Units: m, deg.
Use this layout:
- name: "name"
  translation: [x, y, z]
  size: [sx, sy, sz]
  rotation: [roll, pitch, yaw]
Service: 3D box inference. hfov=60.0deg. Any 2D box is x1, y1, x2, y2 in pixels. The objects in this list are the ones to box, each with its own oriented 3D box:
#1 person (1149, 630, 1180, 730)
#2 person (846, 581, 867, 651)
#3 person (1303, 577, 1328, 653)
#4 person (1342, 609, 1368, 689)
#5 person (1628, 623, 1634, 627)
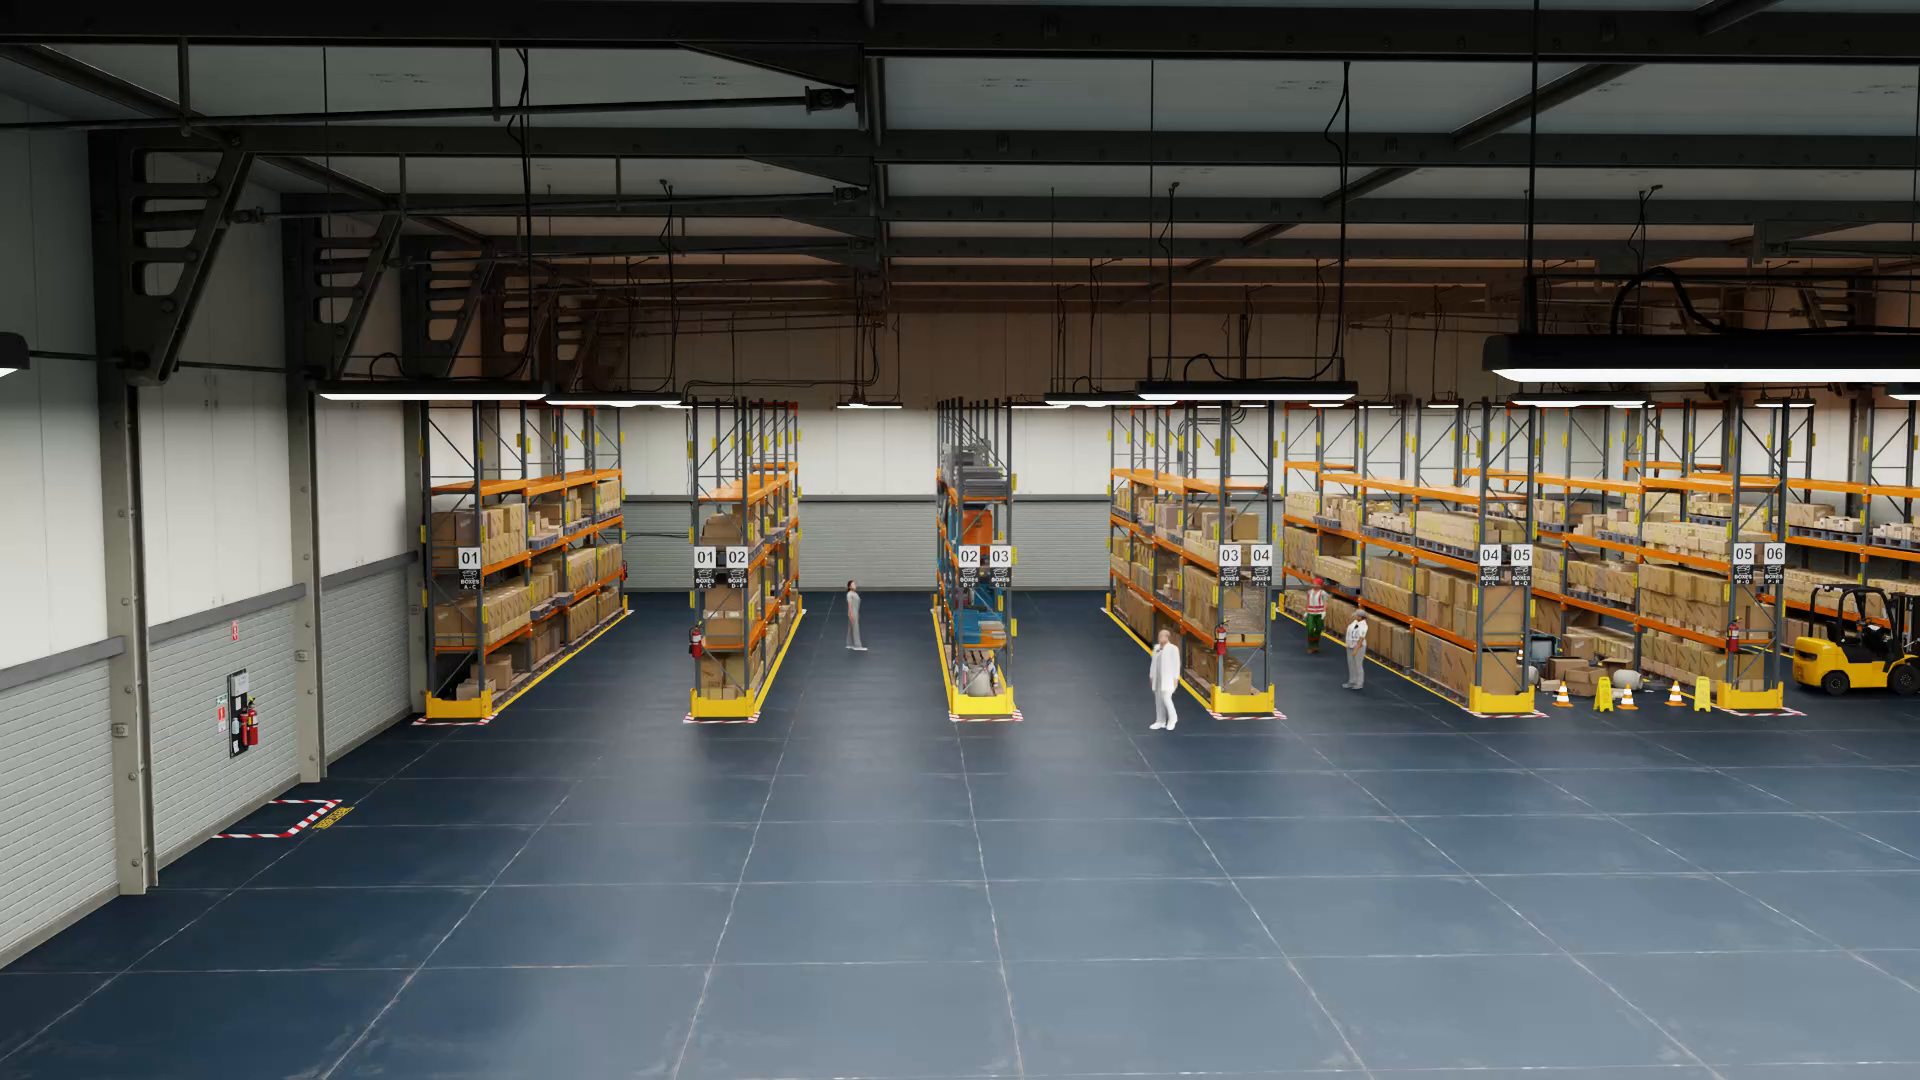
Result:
- name: "person"
  translation: [3.672, 2.511, 29.972]
  size: [0.473, 1.783, 0.630]
  rotation: [-4, 6, -43]
- name: "person"
  translation: [-2.469, 1.805, 39.851]
  size: [0.539, 1.661, 0.477]
  rotation: [0, 4, 5]
- name: "person"
  translation: [8.470, 1.797, 39.521]
  size: [0.539, 1.808, 0.659]
  rotation: [0, 4, 4]
- name: "person"
  translation: [8.171, 2.246, 34.406]
  size: [0.411, 1.665, 0.591]
  rotation: [-2, 5, -19]
- name: "person"
  translation: [17.951, 1.515, 44.206]
  size: [0.381, 1.734, 0.498]
  rotation: [2, 5, 26]
